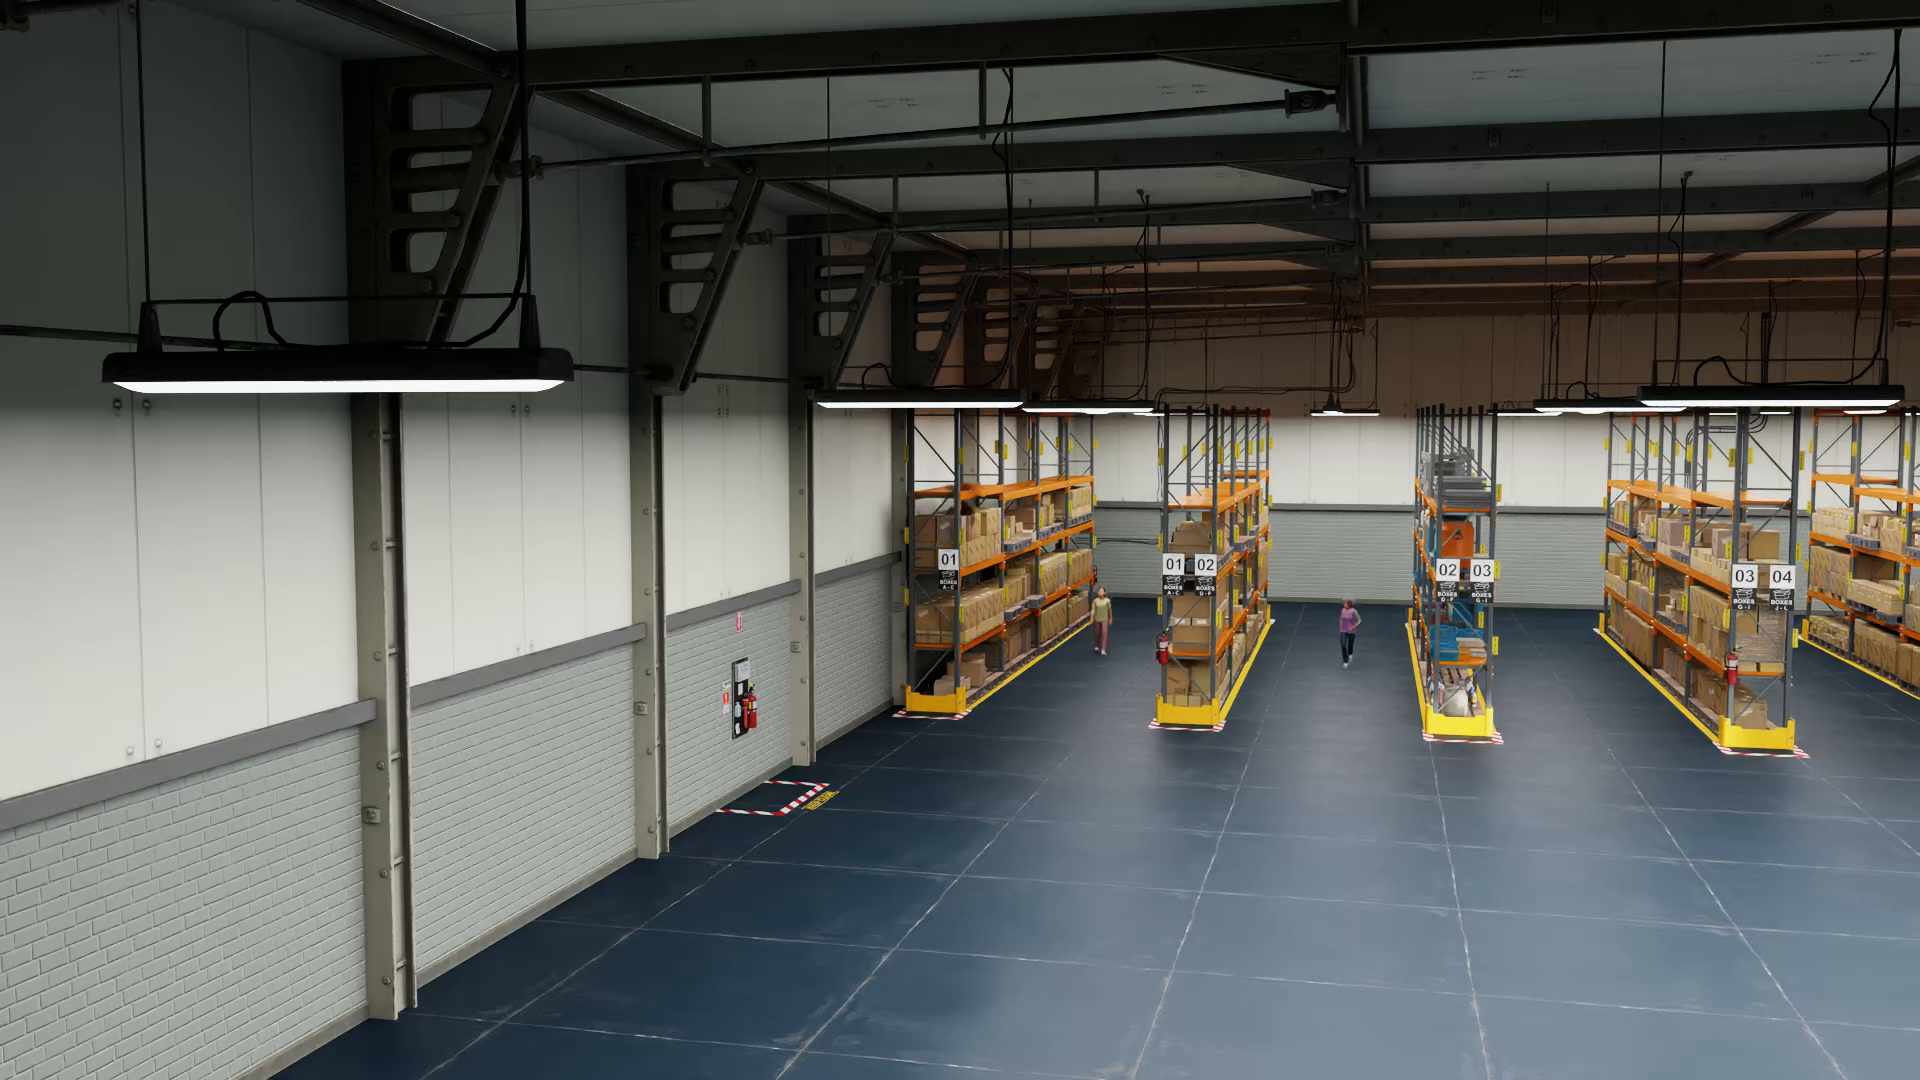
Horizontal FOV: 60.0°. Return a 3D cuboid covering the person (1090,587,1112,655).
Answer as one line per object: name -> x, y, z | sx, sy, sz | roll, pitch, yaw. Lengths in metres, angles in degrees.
person -> 3.446, 1.957, 40.510 | 0.529, 1.620, 1.015 | 0, 4, 6

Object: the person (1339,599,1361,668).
person -> 9.036, 2.151, 38.524 | 0.505, 1.590, 0.655 | 1, 4, 16
